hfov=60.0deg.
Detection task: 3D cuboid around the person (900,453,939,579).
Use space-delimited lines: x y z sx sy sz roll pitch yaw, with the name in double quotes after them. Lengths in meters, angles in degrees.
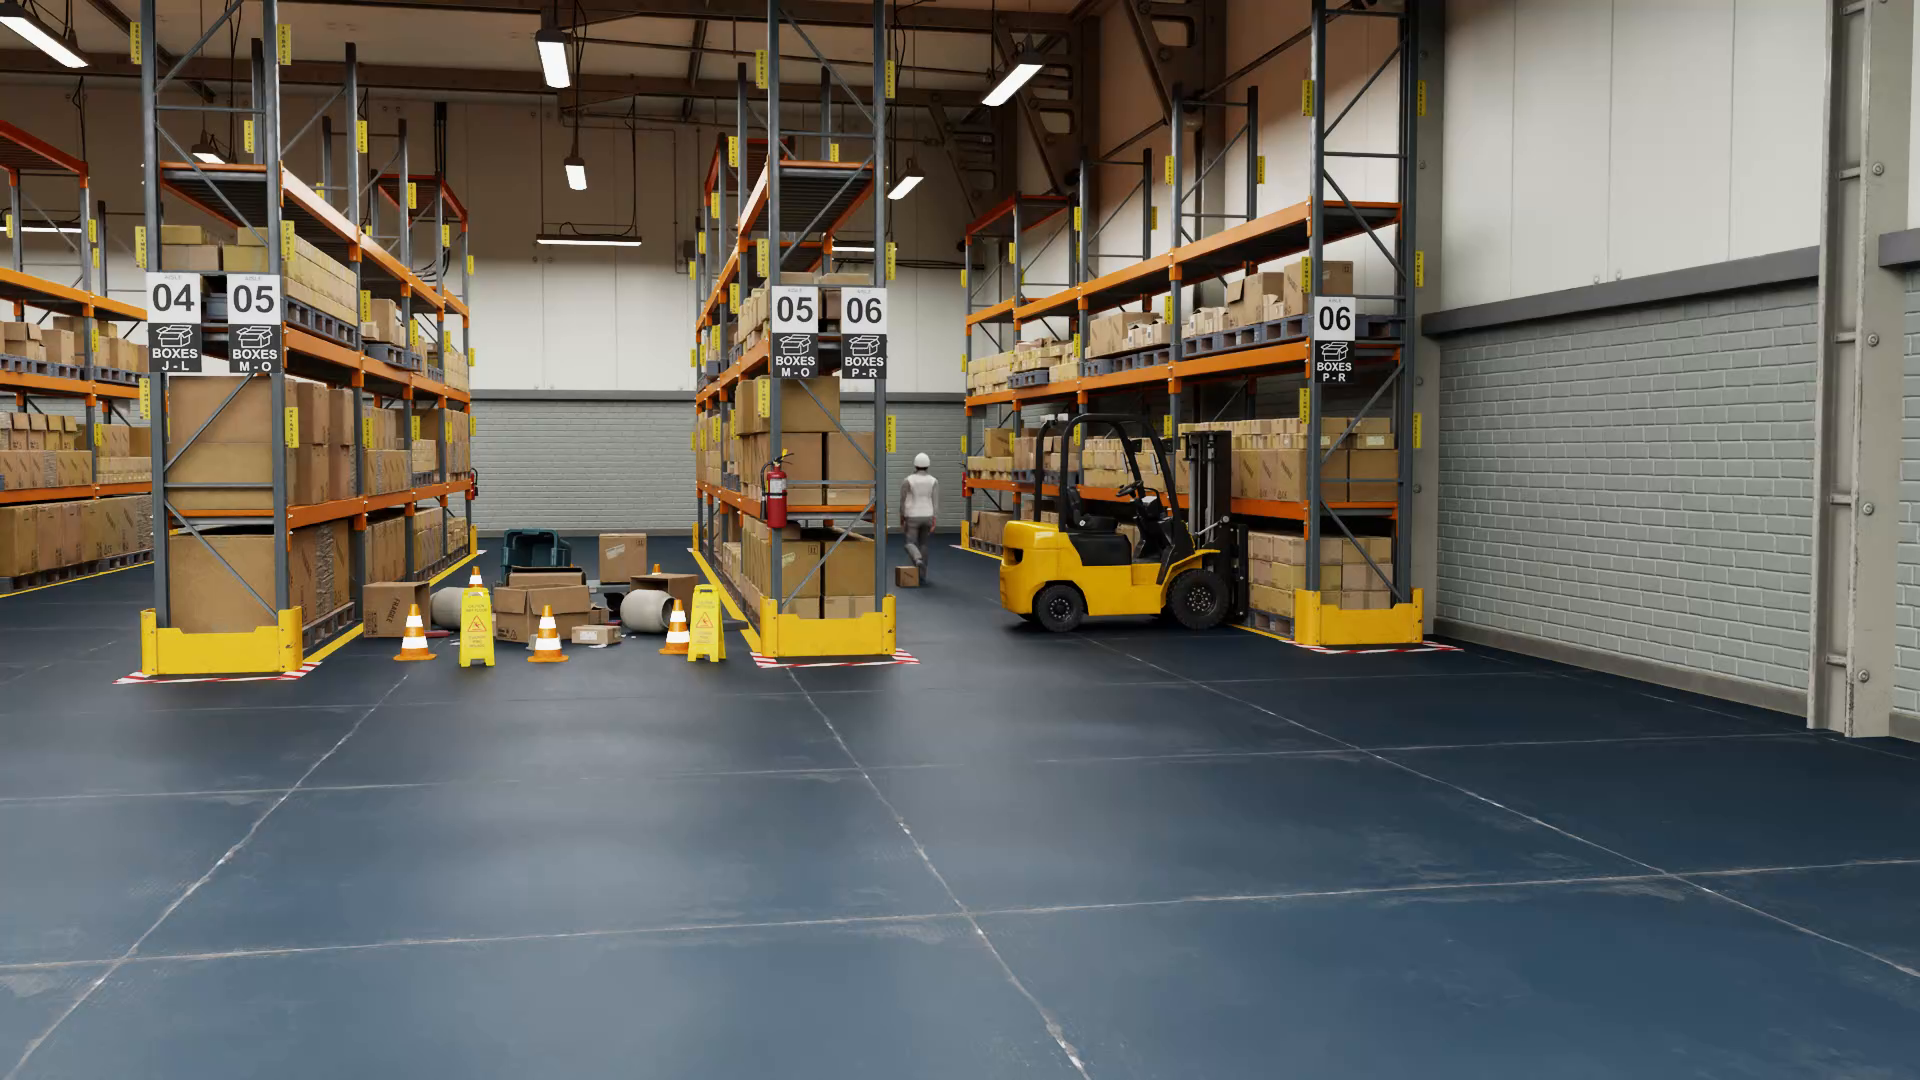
-0.554 -0.318 22.848 0.526 1.747 0.834 -1 3 -16 "person"
